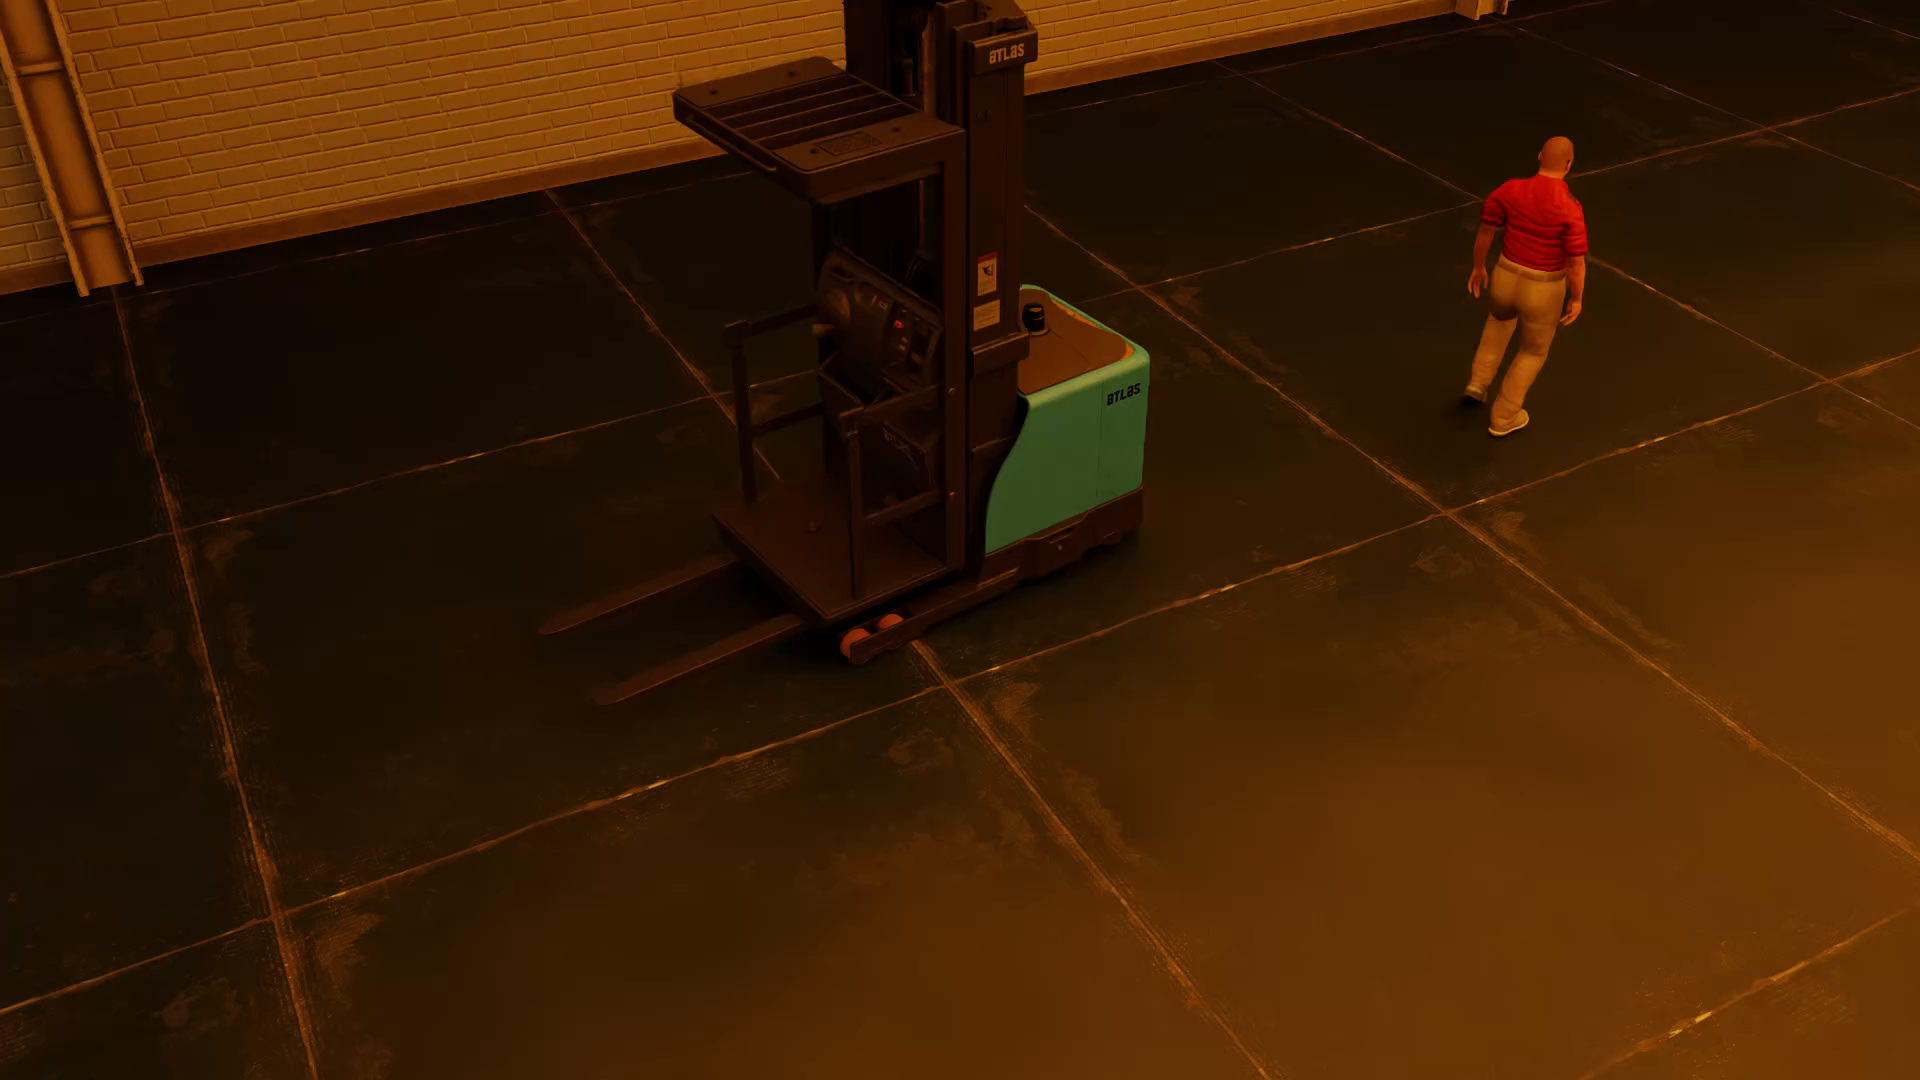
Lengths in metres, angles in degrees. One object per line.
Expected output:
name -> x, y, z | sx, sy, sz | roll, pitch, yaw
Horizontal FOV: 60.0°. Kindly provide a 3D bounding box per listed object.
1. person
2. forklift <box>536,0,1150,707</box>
person -> 3.154, -1.393, 9.207 | 0.494, 1.767, 0.641 | -29, 45, -35
forklift -> -0.544, -0.959, 7.480 | 3.031, 2.935, 1.130 | -23, 41, -29
